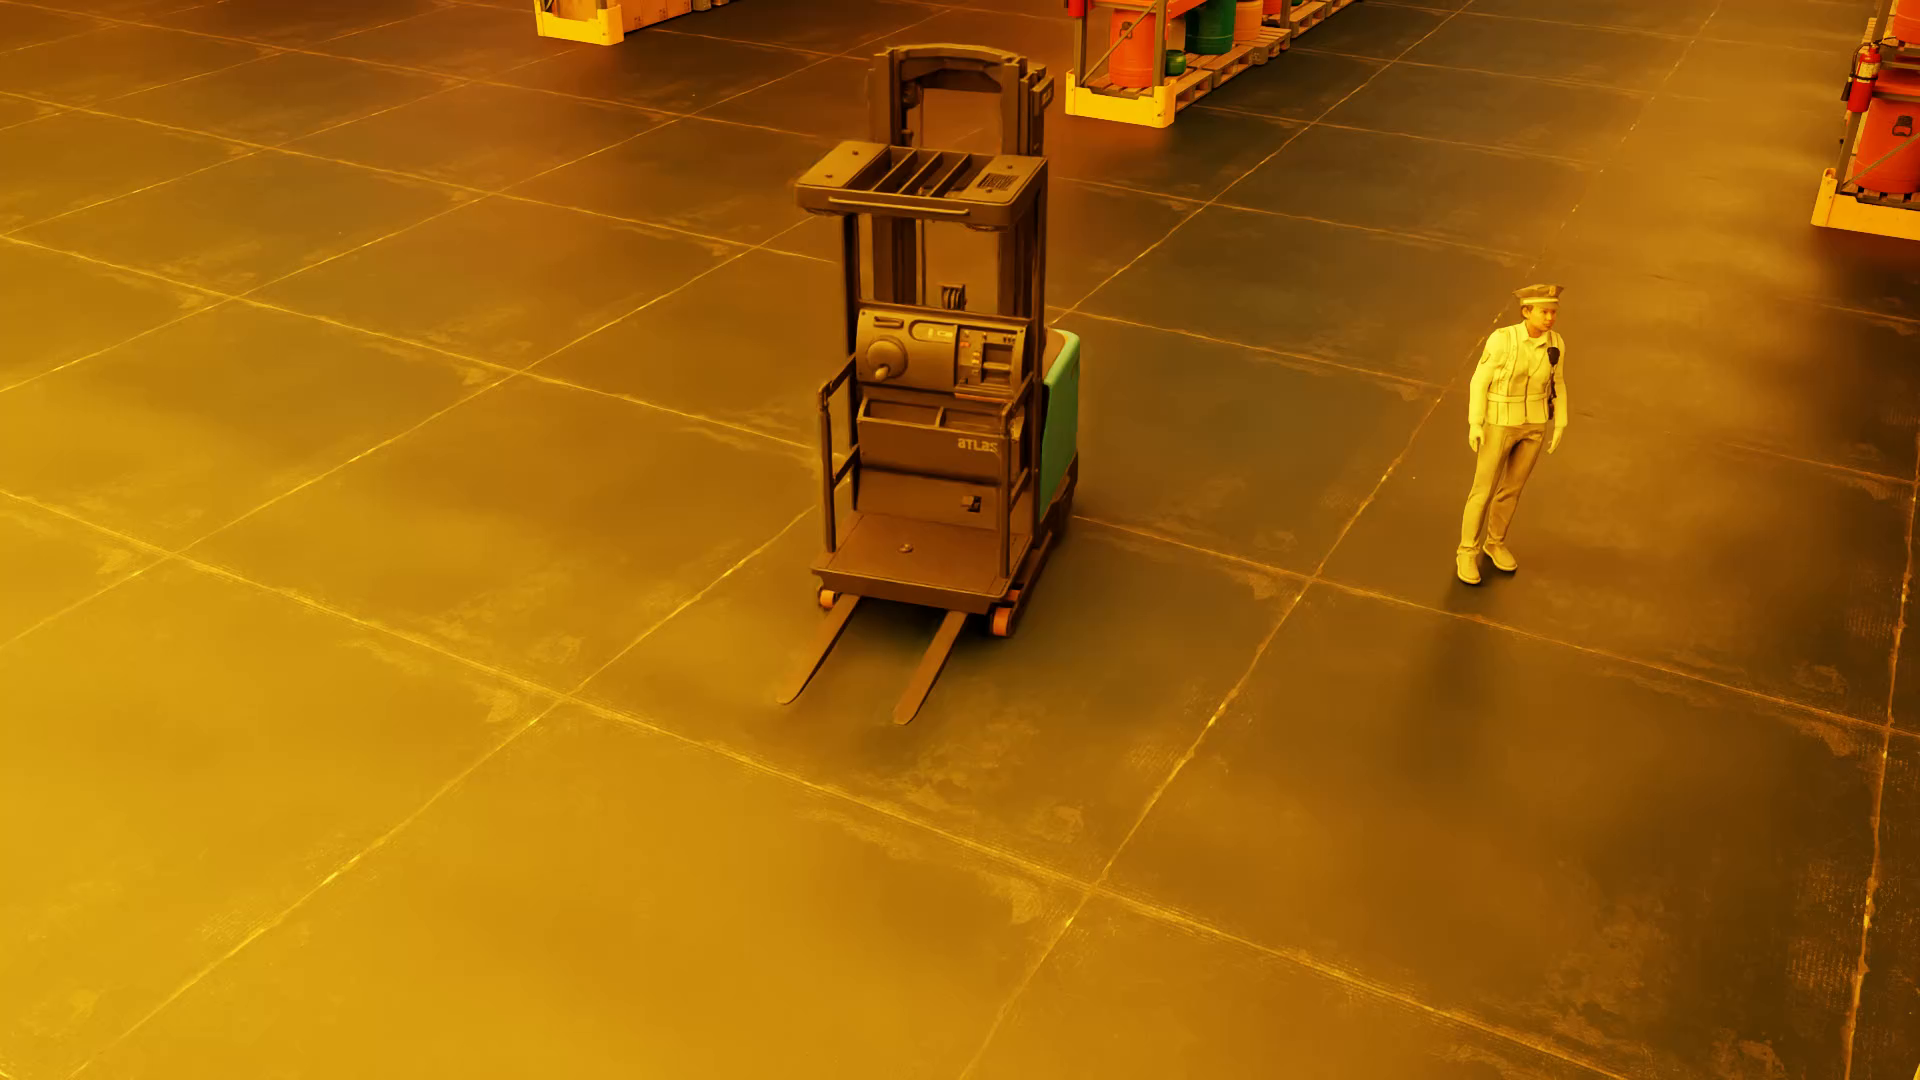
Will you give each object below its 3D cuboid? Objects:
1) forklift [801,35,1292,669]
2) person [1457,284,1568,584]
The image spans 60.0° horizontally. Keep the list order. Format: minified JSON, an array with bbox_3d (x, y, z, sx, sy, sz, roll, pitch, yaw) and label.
[{"bbox_3d":[0.455,-1.074,8.932,3.031,2.935,1.130,26,39,37],"label":"forklift"},{"bbox_3d":[3.150,-0.616,9.361,0.585,1.694,0.531,-3,30,-5],"label":"person"}]
